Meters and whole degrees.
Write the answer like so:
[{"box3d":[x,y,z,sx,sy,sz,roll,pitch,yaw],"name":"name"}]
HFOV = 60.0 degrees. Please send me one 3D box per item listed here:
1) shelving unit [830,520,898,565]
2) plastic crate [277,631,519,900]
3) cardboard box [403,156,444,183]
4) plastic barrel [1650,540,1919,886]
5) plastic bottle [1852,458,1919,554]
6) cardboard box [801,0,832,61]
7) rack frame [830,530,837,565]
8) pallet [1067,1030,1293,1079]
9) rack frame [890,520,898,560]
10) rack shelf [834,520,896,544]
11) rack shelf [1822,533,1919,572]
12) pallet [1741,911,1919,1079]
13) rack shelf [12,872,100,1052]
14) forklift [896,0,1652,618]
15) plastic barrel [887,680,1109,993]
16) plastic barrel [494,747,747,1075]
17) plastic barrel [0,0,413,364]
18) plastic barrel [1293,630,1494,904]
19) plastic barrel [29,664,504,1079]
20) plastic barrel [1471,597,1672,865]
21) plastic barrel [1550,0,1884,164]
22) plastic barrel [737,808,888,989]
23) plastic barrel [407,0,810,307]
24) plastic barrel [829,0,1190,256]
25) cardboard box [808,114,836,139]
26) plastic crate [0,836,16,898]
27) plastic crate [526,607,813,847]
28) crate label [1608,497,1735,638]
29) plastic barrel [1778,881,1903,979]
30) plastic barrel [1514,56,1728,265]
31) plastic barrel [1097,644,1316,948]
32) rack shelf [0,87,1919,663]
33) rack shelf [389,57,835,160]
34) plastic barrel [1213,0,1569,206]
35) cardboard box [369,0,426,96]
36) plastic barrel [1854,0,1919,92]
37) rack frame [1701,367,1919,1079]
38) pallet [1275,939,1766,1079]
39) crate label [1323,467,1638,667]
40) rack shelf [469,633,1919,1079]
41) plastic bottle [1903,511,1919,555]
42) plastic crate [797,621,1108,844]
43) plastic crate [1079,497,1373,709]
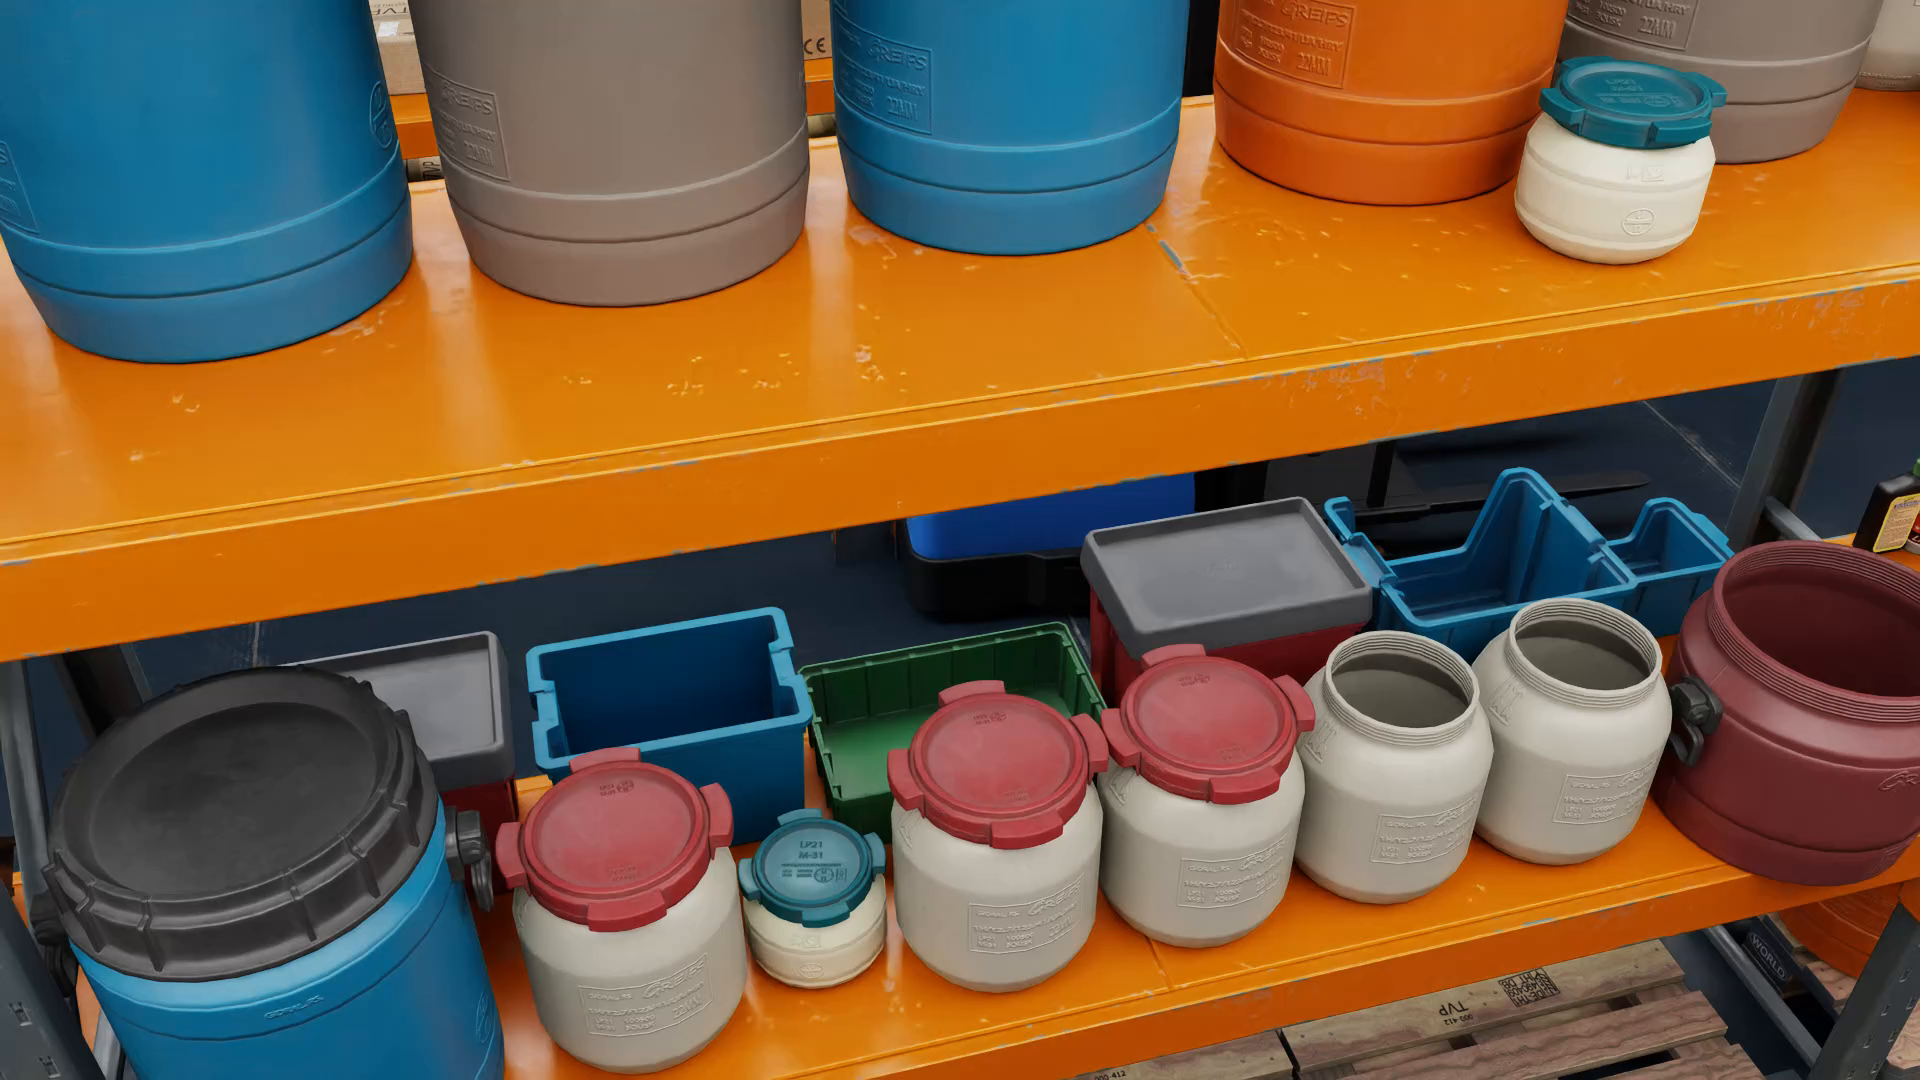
[{"box3d":[-0.389,-0.387,6.392,0.252,1.050,0.215,-5,38,-7],"name":"shelving unit"},{"box3d":[-1.227,0.529,3.537,0.583,0.464,0.402,-9,38,-12],"name":"plastic crate"},{"box3d":[-2.587,-1.625,7.861,0.500,0.311,0.500,-9,38,-12],"name":"cardboard box"},{"box3d":[1.878,0.374,3.680,0.708,0.536,0.600,-9,38,-12],"name":"plastic barrel"},{"box3d":[2.526,-0.091,4.496,0.133,0.283,0.061,-9,38,-12],"name":"plastic bottle"},{"box3d":[-0.657,-2.493,7.458,0.500,0.500,0.500,-11,39,-14],"name":"cardboard box"},{"box3d":[-0.510,-0.376,6.377,0.008,1.050,0.200,-5,38,-7],"name":"rack frame"},{"box3d":[0.313,1.576,4.516,1.213,0.211,1.003,-9,38,-12],"name":"pallet"},{"box3d":[-0.268,-0.399,6.407,0.008,1.050,0.200,-5,38,-7],"name":"rack frame"},{"box3d":[-0.389,-0.158,6.567,0.240,0.259,0.215,-5,38,-7],"name":"rack shelf"},{"box3d":[4.177,0.146,4.682,4.000,0.370,1.077,-9,38,-12],"name":"rack shelf"},{"box3d":[2.997,1.136,5.092,1.213,0.211,1.003,-9,38,-12],"name":"pallet"},{"box3d":[-3.546,1.413,3.026,4.000,0.370,1.077,-9,38,-12],"name":"rack shelf"},{"box3d":[1.241,-1.281,6.012,3.031,2.935,1.130,-5,38,-7],"name":"forklift"},{"box3d":[0.074,0.618,3.362,0.433,0.535,0.433,0,37,0],"name":"plastic barrel"},{"box3d":[-0.634,0.734,3.210,0.433,0.535,0.433,0,37,0],"name":"plastic barrel"},{"box3d":[-1.181,-0.787,2.429,0.708,0.901,0.600,-9,38,-12],"name":"plastic barrel"},{"box3d":[0.902,0.488,3.551,0.421,0.512,0.421,0,37,0],"name":"plastic barrel"},{"box3d":[-1.163,0.728,2.916,0.708,0.901,0.600,-9,38,-12],"name":"plastic barrel"},{"box3d":[1.309,0.421,3.639,0.421,0.512,0.421,0,37,0],"name":"plastic barrel"},{"box3d":[1.397,-1.210,2.982,0.600,0.901,0.600,0,37,0],"name":"plastic barrel"},{"box3d":[-0.297,0.746,3.420,0.301,0.262,0.301,0,37,0],"name":"plastic barrel"},{"box3d":[-0.549,-0.891,2.565,0.600,0.901,0.600,0,37,0],"name":"plastic barrel"},{"box3d":[0.082,-0.995,2.700,0.708,0.901,0.600,-9,38,-12],"name":"plastic barrel"},{"box3d":[-0.621,-1.948,8.283,0.500,0.311,0.500,-10,39,-13],"name":"cardboard box"},{"box3d":[-2.154,0.844,3.229,0.504,0.338,0.767,-9,38,-12],"name":"plastic crate"},{"box3d":[-0.631,0.460,3.693,0.575,0.384,0.392,-9,38,-12],"name":"plastic crate"},{"box3d":[1.742,0.091,4.300,0.416,0.233,0.303,-9,38,-12],"name":"crate label"},{"box3d":[2.714,0.785,4.696,0.708,0.830,0.600,-9,38,-12],"name":"plastic barrel"},{"box3d":[1.080,-0.621,2.738,0.301,0.262,0.301,0,37,0],"name":"plastic barrel"},{"box3d":[0.492,0.549,3.451,0.433,0.535,0.433,0,37,0],"name":"plastic barrel"},{"box3d":[0.316,-0.412,2.942,4.000,0.370,1.077,-9,38,-12],"name":"rack shelf"},{"box3d":[-0.972,-2.126,7.653,4.000,0.370,1.077,-9,38,-12],"name":"rack shelf"},{"box3d":[0.766,-1.078,2.868,0.708,0.830,0.600,-9,38,-12],"name":"plastic barrel"},{"box3d":[-2.439,-2.139,7.201,0.500,0.250,0.500,-7,38,-9],"name":"cardboard box"},{"box3d":[1.867,-1.189,3.275,0.421,0.512,0.421,0,37,0],"name":"plastic barrel"},{"box3d":[2.247,0.177,4.049,0.127,3.000,1.000,-9,38,-12],"name":"rack frame"},{"box3d":[1.489,1.385,4.766,1.213,0.211,1.003,-9,38,-12],"name":"pallet"},{"box3d":[1.217,0.162,4.040,0.616,0.435,0.502,-9,38,-12],"name":"crate label"},{"box3d":[0.316,0.780,3.854,4.000,0.370,1.077,-9,38,-12],"name":"rack shelf"},{"box3d":[2.642,-0.066,4.531,0.097,0.201,0.097,0,37,0],"name":"plastic bottle"},{"box3d":[-0.007,0.454,3.863,0.662,0.188,0.450,-9,38,-12],"name":"plastic crate"},{"box3d":[0.607,0.228,3.930,0.583,0.464,0.402,-9,38,-12],"name":"plastic crate"}]
